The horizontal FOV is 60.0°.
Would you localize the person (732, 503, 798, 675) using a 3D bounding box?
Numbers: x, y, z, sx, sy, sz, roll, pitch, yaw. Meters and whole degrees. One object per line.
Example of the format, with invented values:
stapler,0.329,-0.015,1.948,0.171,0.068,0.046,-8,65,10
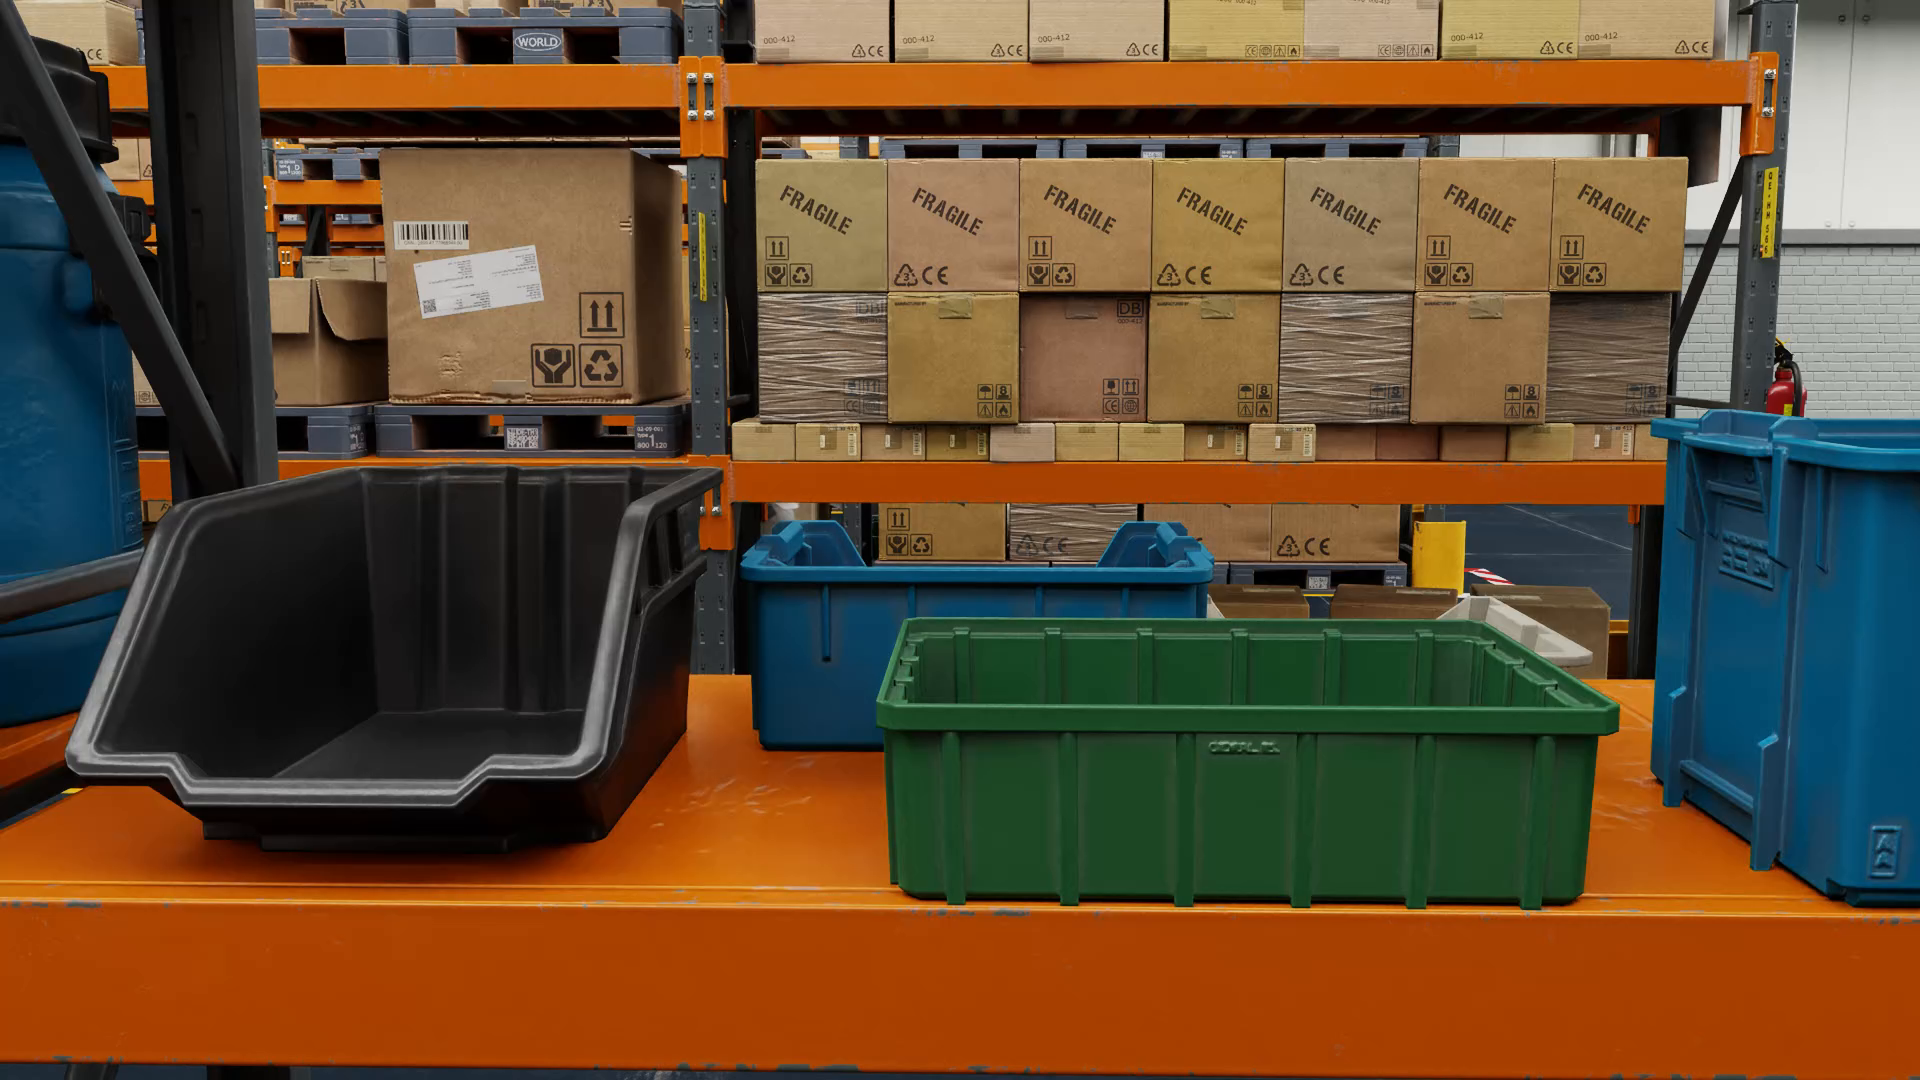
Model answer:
person,-1.059,-0.104,8.477,0.562,1.687,0.461,-2,8,-12
